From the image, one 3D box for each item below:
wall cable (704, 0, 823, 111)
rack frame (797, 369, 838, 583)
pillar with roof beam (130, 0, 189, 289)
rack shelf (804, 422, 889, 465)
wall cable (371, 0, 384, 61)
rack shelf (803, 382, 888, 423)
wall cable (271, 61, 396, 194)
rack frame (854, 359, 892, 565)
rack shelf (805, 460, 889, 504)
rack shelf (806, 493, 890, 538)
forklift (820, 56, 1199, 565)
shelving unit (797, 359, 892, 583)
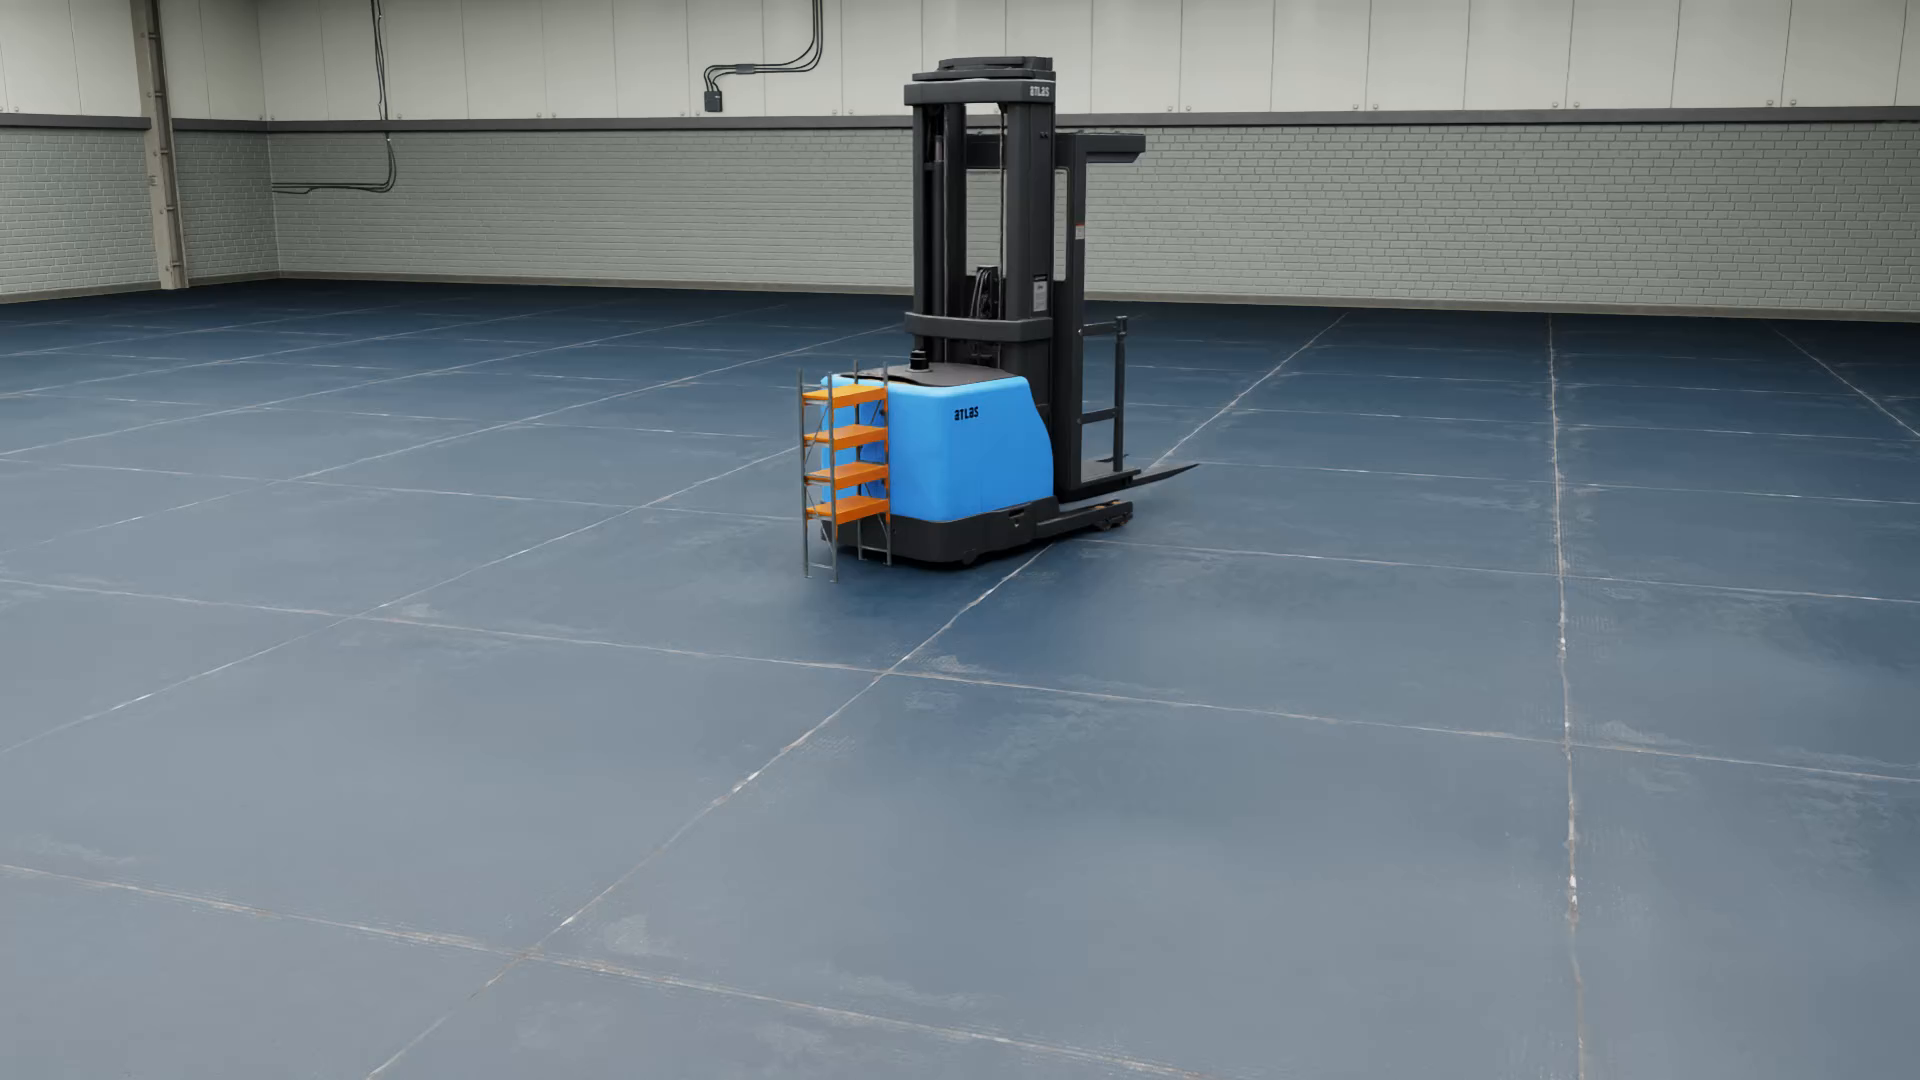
[{"bbox_3d":[-3.507,-10.588,29.010,2.305,6.003,0.169,4,14,18],"label":"wall cable"},{"bbox_3d":[-0.800,-0.355,9.345,0.240,1.200,0.015,9,17,35],"label":"rack frame"},{"bbox_3d":[-10.616,-8.781,28.739,9.100,9.000,0.400,4,14,18],"label":"pillar with roof beam"},{"bbox_3d":[-0.657,-0.554,9.499,0.258,0.148,0.480,9,17,35],"label":"rack shelf"},{"bbox_3d":[-9.925,-10.370,31.327,3.097,2.526,0.112,4,14,18],"label":"wall cable"},{"bbox_3d":[-0.659,-0.784,9.444,0.258,0.148,0.480,9,17,35],"label":"rack shelf"},{"bbox_3d":[-12.485,-8.103,32.743,3.097,2.526,0.112,4,14,18],"label":"wall cable"},{"bbox_3d":[-0.511,-0.450,9.727,0.240,1.200,0.015,9,17,35],"label":"rack frame"},{"bbox_3d":[-0.655,-0.337,9.552,0.258,0.148,0.480,9,17,35],"label":"rack shelf"},{"bbox_3d":[-0.653,-0.144,9.599,0.258,0.148,0.480,9,17,35],"label":"rack shelf"},{"bbox_3d":[0.479,-1.551,10.695,1.130,2.935,3.031,11,17,39],"label":"forklift"},{"bbox_3d":[-0.655,-0.402,9.536,0.258,1.200,0.503,9,17,35],"label":"shelving unit"}]
